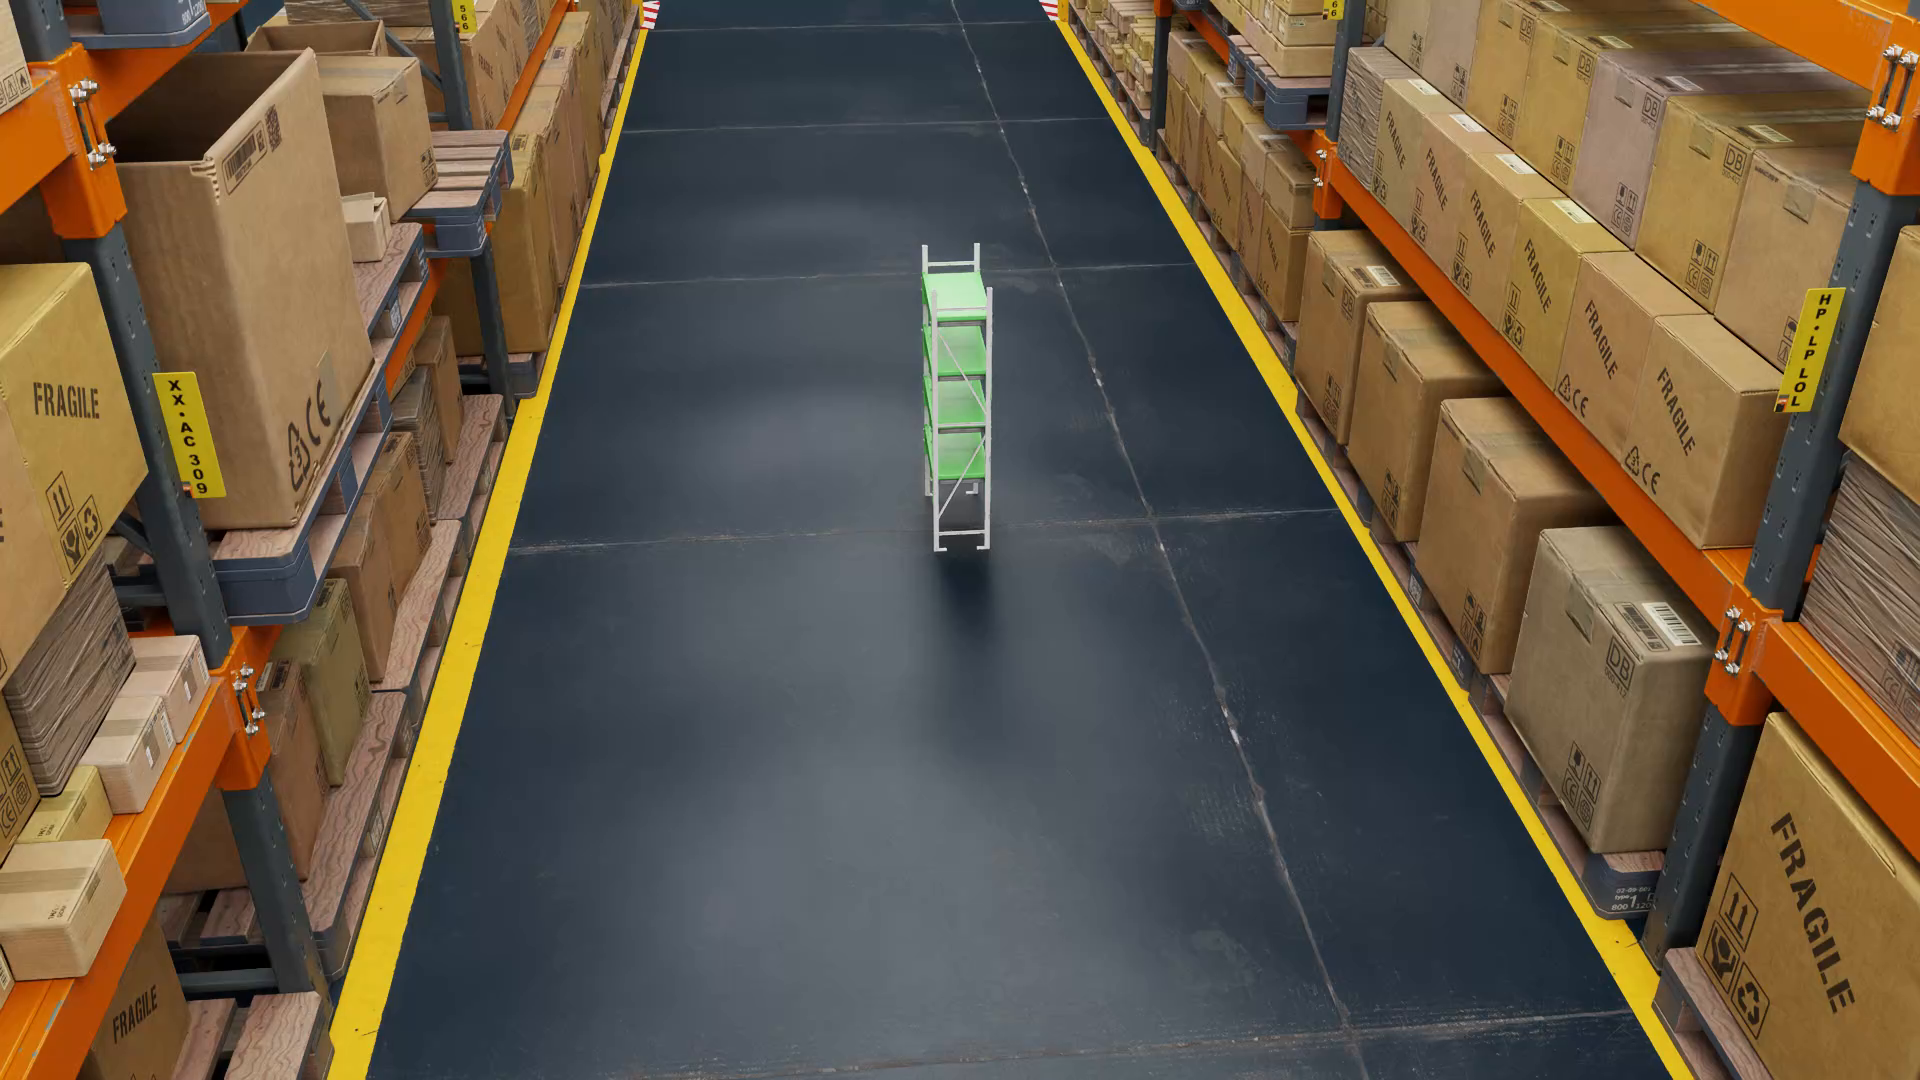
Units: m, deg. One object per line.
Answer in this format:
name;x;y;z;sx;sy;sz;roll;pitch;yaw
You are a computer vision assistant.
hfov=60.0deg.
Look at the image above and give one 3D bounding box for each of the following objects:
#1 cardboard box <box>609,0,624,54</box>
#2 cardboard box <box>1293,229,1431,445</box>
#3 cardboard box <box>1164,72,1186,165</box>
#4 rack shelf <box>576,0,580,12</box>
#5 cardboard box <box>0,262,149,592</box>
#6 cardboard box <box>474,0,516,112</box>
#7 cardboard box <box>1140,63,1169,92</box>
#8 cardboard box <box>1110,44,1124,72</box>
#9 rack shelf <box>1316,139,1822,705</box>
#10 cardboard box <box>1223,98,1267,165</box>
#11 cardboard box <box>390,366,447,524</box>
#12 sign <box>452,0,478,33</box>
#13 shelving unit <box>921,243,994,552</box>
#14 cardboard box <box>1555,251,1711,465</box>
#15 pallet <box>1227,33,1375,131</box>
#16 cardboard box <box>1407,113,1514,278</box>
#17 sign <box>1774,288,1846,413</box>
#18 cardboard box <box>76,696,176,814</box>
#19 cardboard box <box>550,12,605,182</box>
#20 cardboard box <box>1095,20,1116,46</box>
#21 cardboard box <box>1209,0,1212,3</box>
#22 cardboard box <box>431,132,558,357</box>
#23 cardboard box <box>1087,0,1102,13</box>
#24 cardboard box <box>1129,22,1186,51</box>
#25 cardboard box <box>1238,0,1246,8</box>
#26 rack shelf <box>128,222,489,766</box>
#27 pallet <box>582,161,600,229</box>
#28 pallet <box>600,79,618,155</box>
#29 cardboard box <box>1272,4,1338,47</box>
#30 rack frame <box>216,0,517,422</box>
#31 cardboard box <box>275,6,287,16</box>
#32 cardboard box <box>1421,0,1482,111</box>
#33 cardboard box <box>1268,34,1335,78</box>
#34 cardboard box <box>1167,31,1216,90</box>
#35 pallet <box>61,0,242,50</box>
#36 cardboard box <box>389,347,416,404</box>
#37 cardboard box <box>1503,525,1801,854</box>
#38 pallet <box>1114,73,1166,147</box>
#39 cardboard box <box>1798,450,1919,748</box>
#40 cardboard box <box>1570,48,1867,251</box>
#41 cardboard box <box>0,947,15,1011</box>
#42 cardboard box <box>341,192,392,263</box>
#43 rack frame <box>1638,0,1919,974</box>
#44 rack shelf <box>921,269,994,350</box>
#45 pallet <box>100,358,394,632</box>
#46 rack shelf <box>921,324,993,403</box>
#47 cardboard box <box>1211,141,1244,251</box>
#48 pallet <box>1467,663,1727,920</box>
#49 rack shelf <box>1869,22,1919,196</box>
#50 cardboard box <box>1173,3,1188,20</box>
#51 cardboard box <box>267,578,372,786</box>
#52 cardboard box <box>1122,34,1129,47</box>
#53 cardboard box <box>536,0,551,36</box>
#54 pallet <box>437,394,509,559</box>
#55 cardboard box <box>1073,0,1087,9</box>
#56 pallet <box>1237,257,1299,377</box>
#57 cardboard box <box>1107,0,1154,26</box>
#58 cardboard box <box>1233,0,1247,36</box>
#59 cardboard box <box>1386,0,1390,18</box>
cardboard box;-3.239;-4.447;13.433;0.875;0.875;0.875;-3;31;-5
cardboard box;2.199;-0.968;7.729;1.050;0.750;0.750;-3;31;-5
cardboard box;1.663;-2.828;11.087;0.500;0.500;0.500;-2;31;-3
rack shelf;-3.276;-4.637;12.789;1.077;0.370;4.000;-3;31;-5
cardboard box;-2.026;-0.224;3.337;0.500;0.500;0.500;-3;31;-5
cardboard box;-2.541;-2.450;8.329;0.500;0.500;0.500;-4;31;-6
cardboard box;1.512;-3.340;11.998;0.380;0.149;0.250;-2;31;-4
cardboard box;1.386;-3.779;13.023;0.380;0.149;0.250;-3;31;-5
rack shelf;2.419;-0.739;6.263;1.077;0.370;4.000;-3;31;-5
cardboard box;1.817;-2.352;9.559;0.500;0.250;0.500;-2;31;-3
cardboard box;-2.569;-0.374;6.960;0.700;0.500;0.500;-5;31;-9
sign;-2.176;-2.376;7.251;0.100;0.325;0.005;-3;31;-5
shelving unit;-0.015;-0.600;7.084;0.258;1.200;0.503;-3;31;-5
cardboard box;2.244;-0.581;5.200;0.500;0.500;0.500;-3;31;-5
pallet;2.059;-2.345;8.438;1.213;0.211;1.003;-3;31;-5
cardboard box;2.102;-1.352;6.491;0.500;0.500;0.500;-3;31;-5
sign;2.066;-0.458;4.040;0.100;0.325;0.005;-3;31;-5
cardboard box;-2.015;0.491;3.747;0.380;0.149;0.250;-3;31;-5
cardboard box;-3.010;-2.867;10.787;1.225;0.875;0.875;-3;31;-4
cardboard box;1.321;-4.177;13.689;0.380;0.149;0.250;-4;31;-7
cardboard box;1.585;-3.165;9.459;0.380;0.149;0.250;-4;31;-7
cardboard box;-2.759;-1.504;8.505;1.225;0.875;0.875;-4;31;-7
cardboard box;1.274;-4.558;14.036;0.380;0.149;0.250;-2;31;-3
cardboard box;1.472;-3.747;12.388;0.380;0.149;0.250;-3;31;-5
cardboard box;1.656;-2.897;8.721;0.380;0.149;0.250;-3;31;-4
rack shelf;-2.529;-0.553;5.951;1.077;0.370;4.000;-3;31;-5
pallet;-2.942;-2.337;10.957;1.003;0.211;1.213;-3;31;-5
pallet;-3.083;-3.120;12.267;1.003;0.211;1.213;-3;31;-5
cardboard box;1.733;-2.499;8.054;0.380;0.149;0.250;-2;31;-4
rack frame;-2.716;-1.882;7.476;1.000;3.000;0.127;-3;31;-5
cardboard box;-3.049;-2.420;8.279;0.500;0.500;0.500;-3;31;-5
cardboard box;2.313;-2.053;6.689;0.700;0.500;0.500;-3;31;-5
cardboard box;1.728;-2.371;8.129;0.380;0.149;0.250;-2;31;-4
cardboard box;1.664;-3.150;10.895;0.500;0.250;0.500;-4;31;-7
pallet;-2.294;-1.368;3.873;1.213;0.211;1.003;-3;31;-5
cardboard box;-2.564;-0.709;6.789;0.500;0.250;0.500;1;31;1
cardboard box;2.458;0.447;5.361;1.050;0.750;0.750;-3;31;-5
pallet;1.760;-3.255;12.493;1.003;0.211;1.213;-3;31;-5
cardboard box;2.652;0.097;4.016;0.875;0.550;0.550;-3;31;-5
cardboard box;2.457;-1.272;5.382;0.700;0.500;0.500;-3;31;-4
cardboard box;-2.025;0.878;3.100;0.380;0.149;0.250;-3;31;-5
cardboard box;-2.291;-1.167;6.000;0.396;0.266;0.258;-4;31;-6
rack frame;2.606;-0.026;4.369;1.000;3.000;0.127;-3;31;-5
rack shelf;-0.015;-0.957;6.870;0.258;0.148;0.480;-3;31;-5
pallet;-2.268;-0.155;4.772;1.003;0.211;1.213;-3;31;-5
rack shelf;-0.015;-0.751;6.994;0.258;0.148;0.480;-3;31;-5
cardboard box;1.800;-2.034;9.758;0.500;0.500;0.500;-4;31;-7
pallet;2.459;0.781;5.737;1.003;0.211;1.213;-3;31;-5
rack shelf;2.793;0.016;2.075;1.077;0.370;4.000;-3;31;-5
cardboard box;1.896;-4.180;13.113;0.380;0.149;0.250;-4;31;-7
cardboard box;-2.404;0.485;5.521;0.700;0.500;0.500;-3;31;-5
cardboard box;1.463;-3.876;12.894;0.380;0.149;0.250;-2;31;-3
cardboard box;-2.679;-3.223;9.622;0.500;0.500;0.500;-3;31;-5
pallet;-2.644;-0.286;7.523;1.003;0.211;1.213;-3;31;-5
cardboard box;1.215;-4.826;14.776;0.380;0.149;0.250;-2;31;-4
pallet;2.161;-1.270;9.171;1.003;0.211;1.213;-3;31;-5
cardboard box;1.371;-4.154;13.070;0.380;0.149;0.250;-4;31;-6
cardboard box;1.663;-2.756;8.775;0.380;0.149;0.250;-3;31;-5
cardboard box;2.359;-2.663;8.329;0.380;0.149;0.250;-1;31;-2
